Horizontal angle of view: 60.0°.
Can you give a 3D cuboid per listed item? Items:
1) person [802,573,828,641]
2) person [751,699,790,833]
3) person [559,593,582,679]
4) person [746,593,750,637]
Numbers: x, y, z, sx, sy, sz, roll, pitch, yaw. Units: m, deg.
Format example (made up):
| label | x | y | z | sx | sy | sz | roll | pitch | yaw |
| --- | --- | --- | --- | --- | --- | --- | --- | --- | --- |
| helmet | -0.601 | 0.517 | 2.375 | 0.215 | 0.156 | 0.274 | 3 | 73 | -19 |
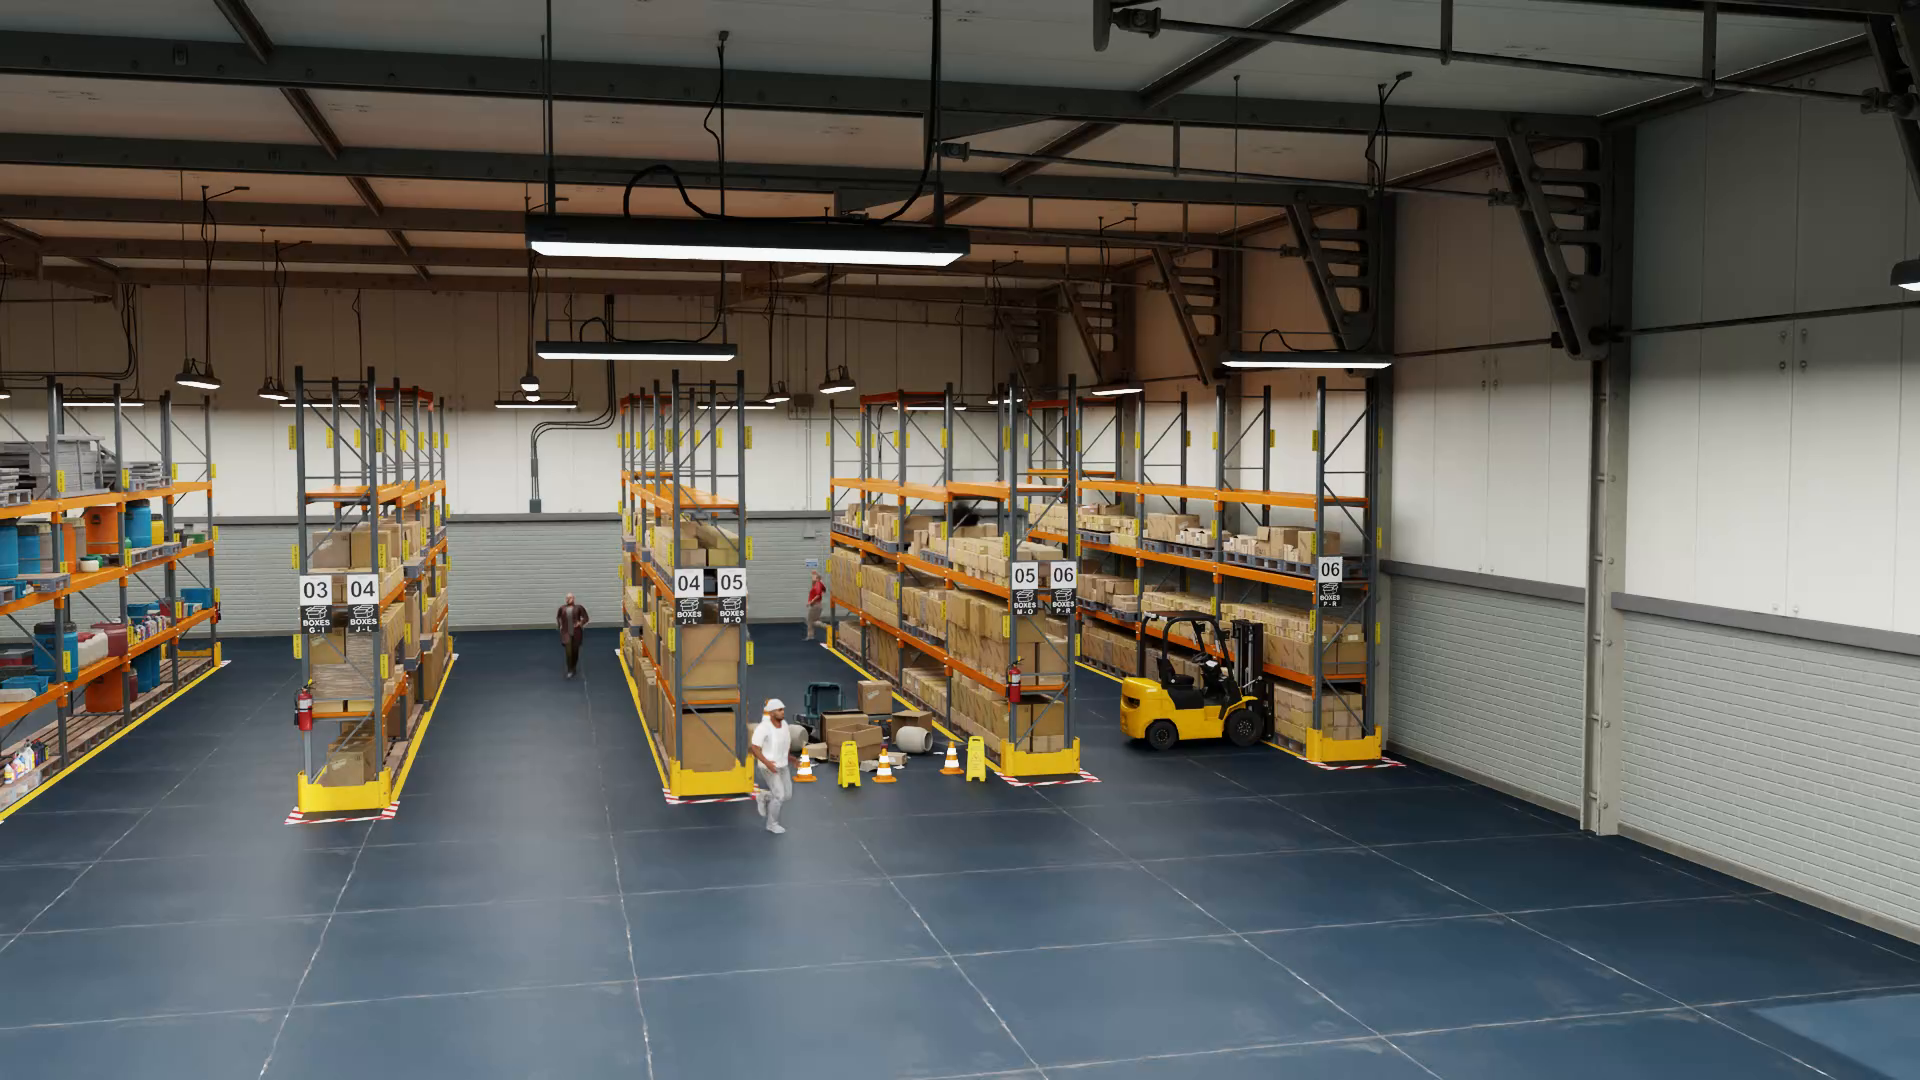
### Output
| label | x | y | z | sx | sy | sz | roll | pitch | yaw |
| --- | --- | --- | --- | --- | --- | --- | --- | --- | --- |
| person | -3.576 | 1.689 | 41.582 | 0.762 | 1.718 | 0.691 | 0 | 3 | -2 |
| person | -2.457 | 2.879 | 21.338 | 0.579 | 1.711 | 0.665 | 2 | 4 | 33 |
| person | -8.238 | 2.016 | 35.345 | 0.662 | 1.783 | 0.924 | 0 | 3 | -7 |
| person | -5.499 | 1.654 | 40.793 | 0.707 | 1.559 | 0.588 | -1 | 4 | -19 |
